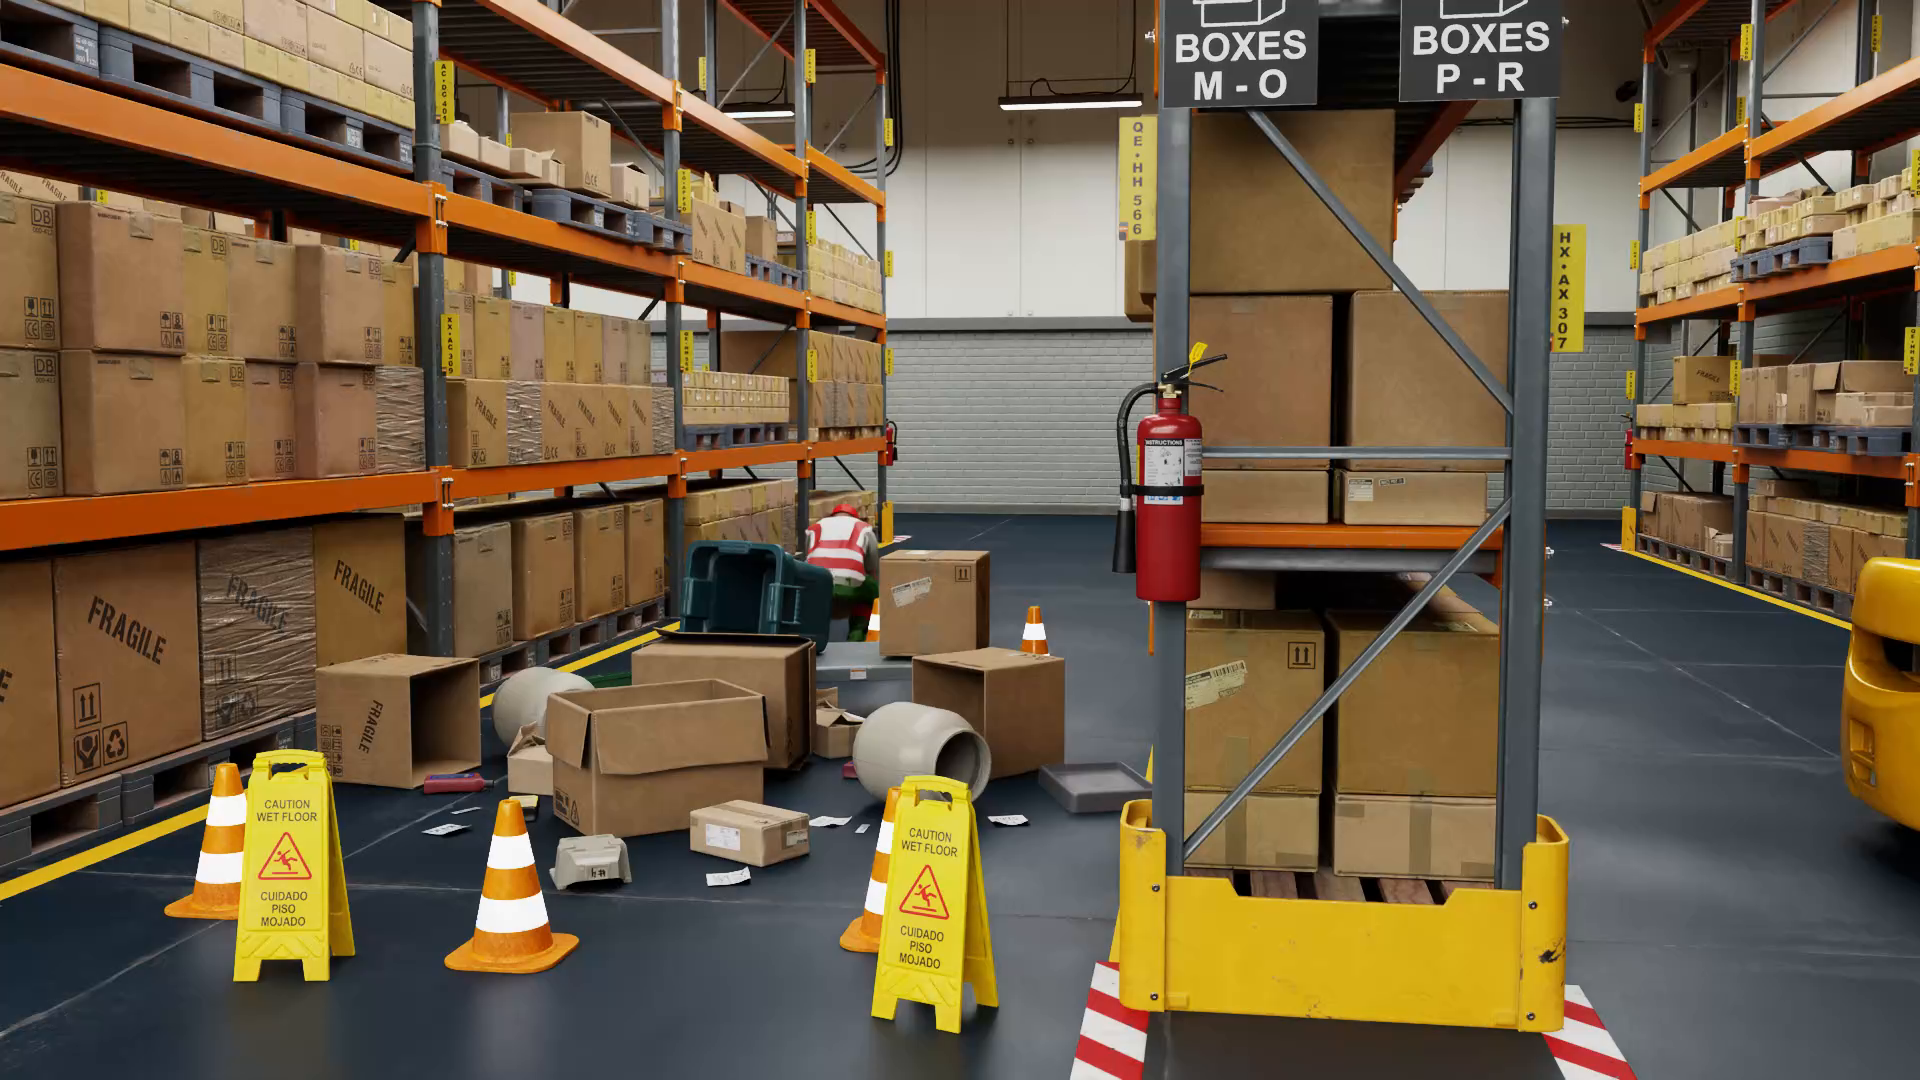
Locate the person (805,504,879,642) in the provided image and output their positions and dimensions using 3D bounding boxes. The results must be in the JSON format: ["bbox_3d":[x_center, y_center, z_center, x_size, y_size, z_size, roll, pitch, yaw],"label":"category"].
[{"bbox_3d":[-0.802,0.268,11.174,0.534,0.991,0.907,1,4,7],"label":"person"}]
